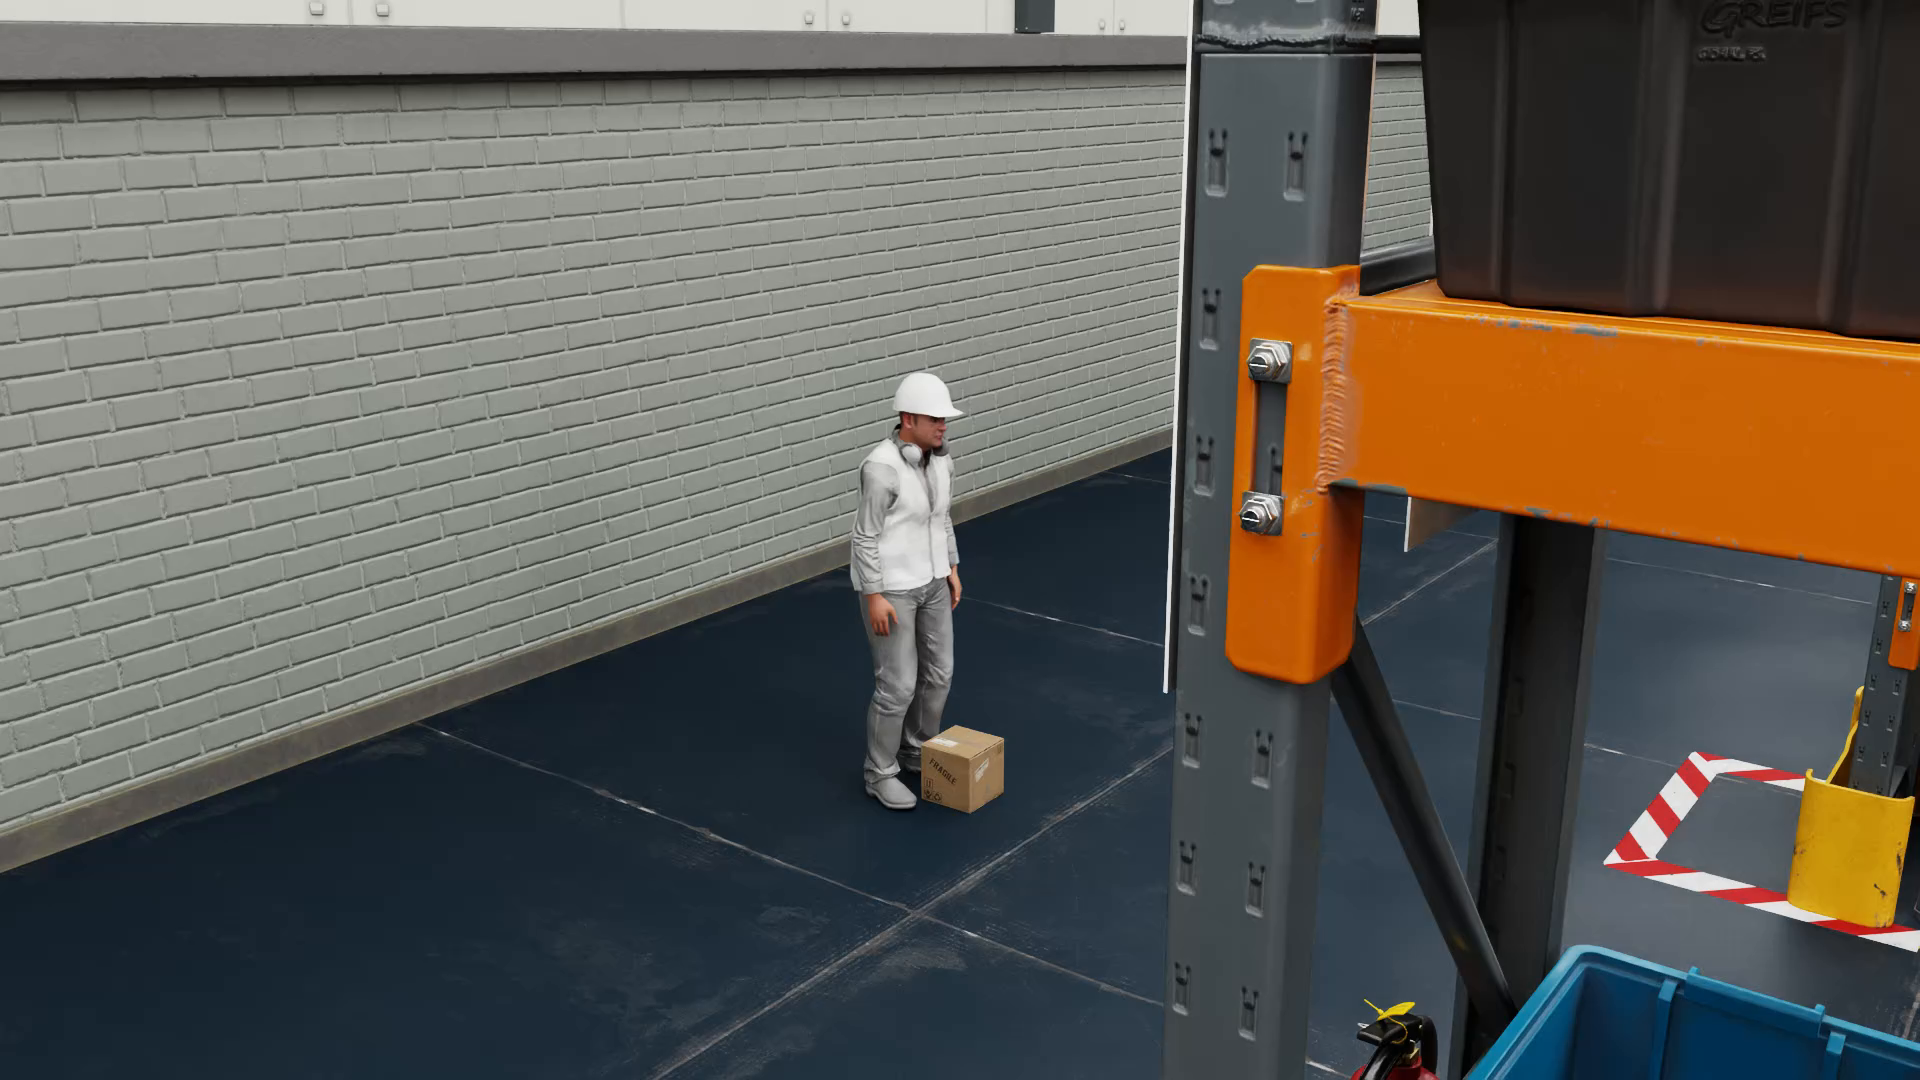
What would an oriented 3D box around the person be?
[{"bbox_3d":[-0.206,0.184,6.864,0.461,1.771,0.581,12,20,35],"label":"person"}]
